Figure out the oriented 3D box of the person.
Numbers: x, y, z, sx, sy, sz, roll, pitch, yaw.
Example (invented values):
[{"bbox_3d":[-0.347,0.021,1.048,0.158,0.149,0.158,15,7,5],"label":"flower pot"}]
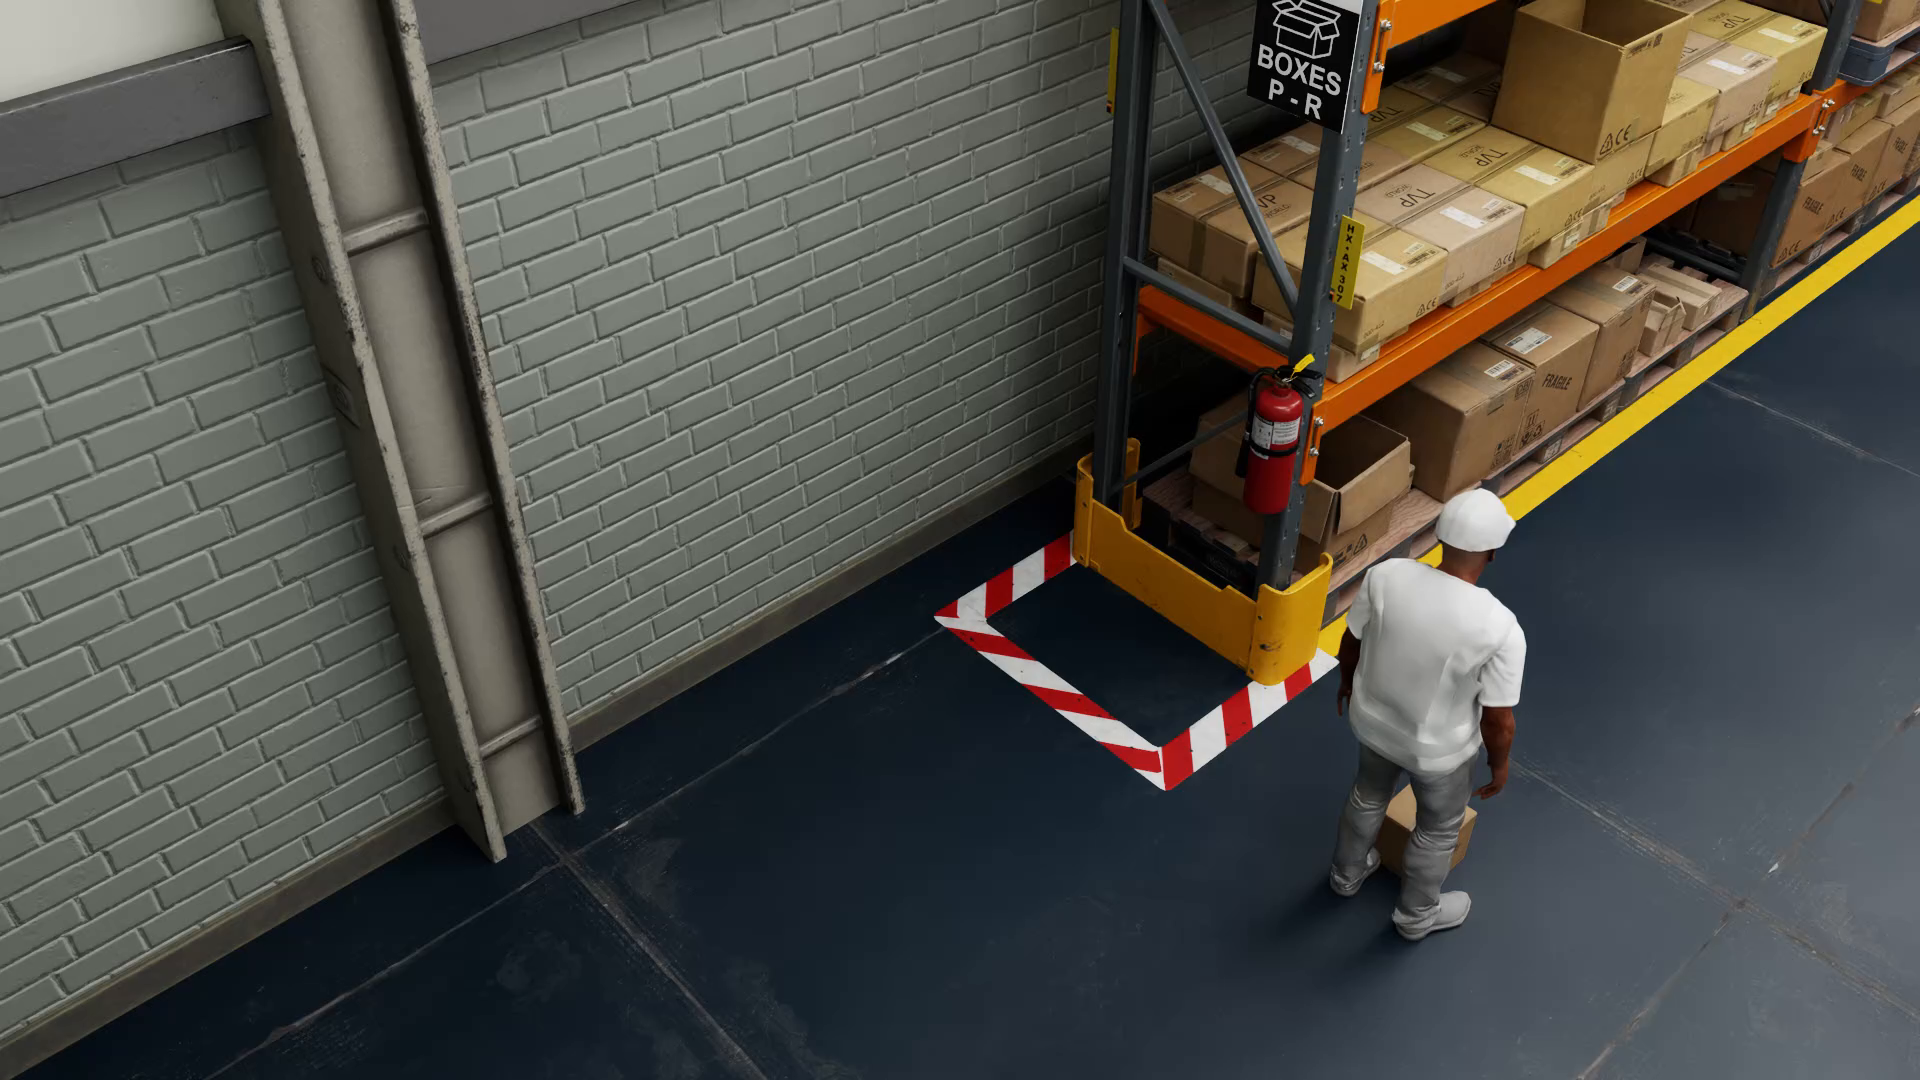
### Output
[{"bbox_3d":[1.512,0.589,5.433,0.628,1.755,0.462,32,49,33],"label":"person"}]
